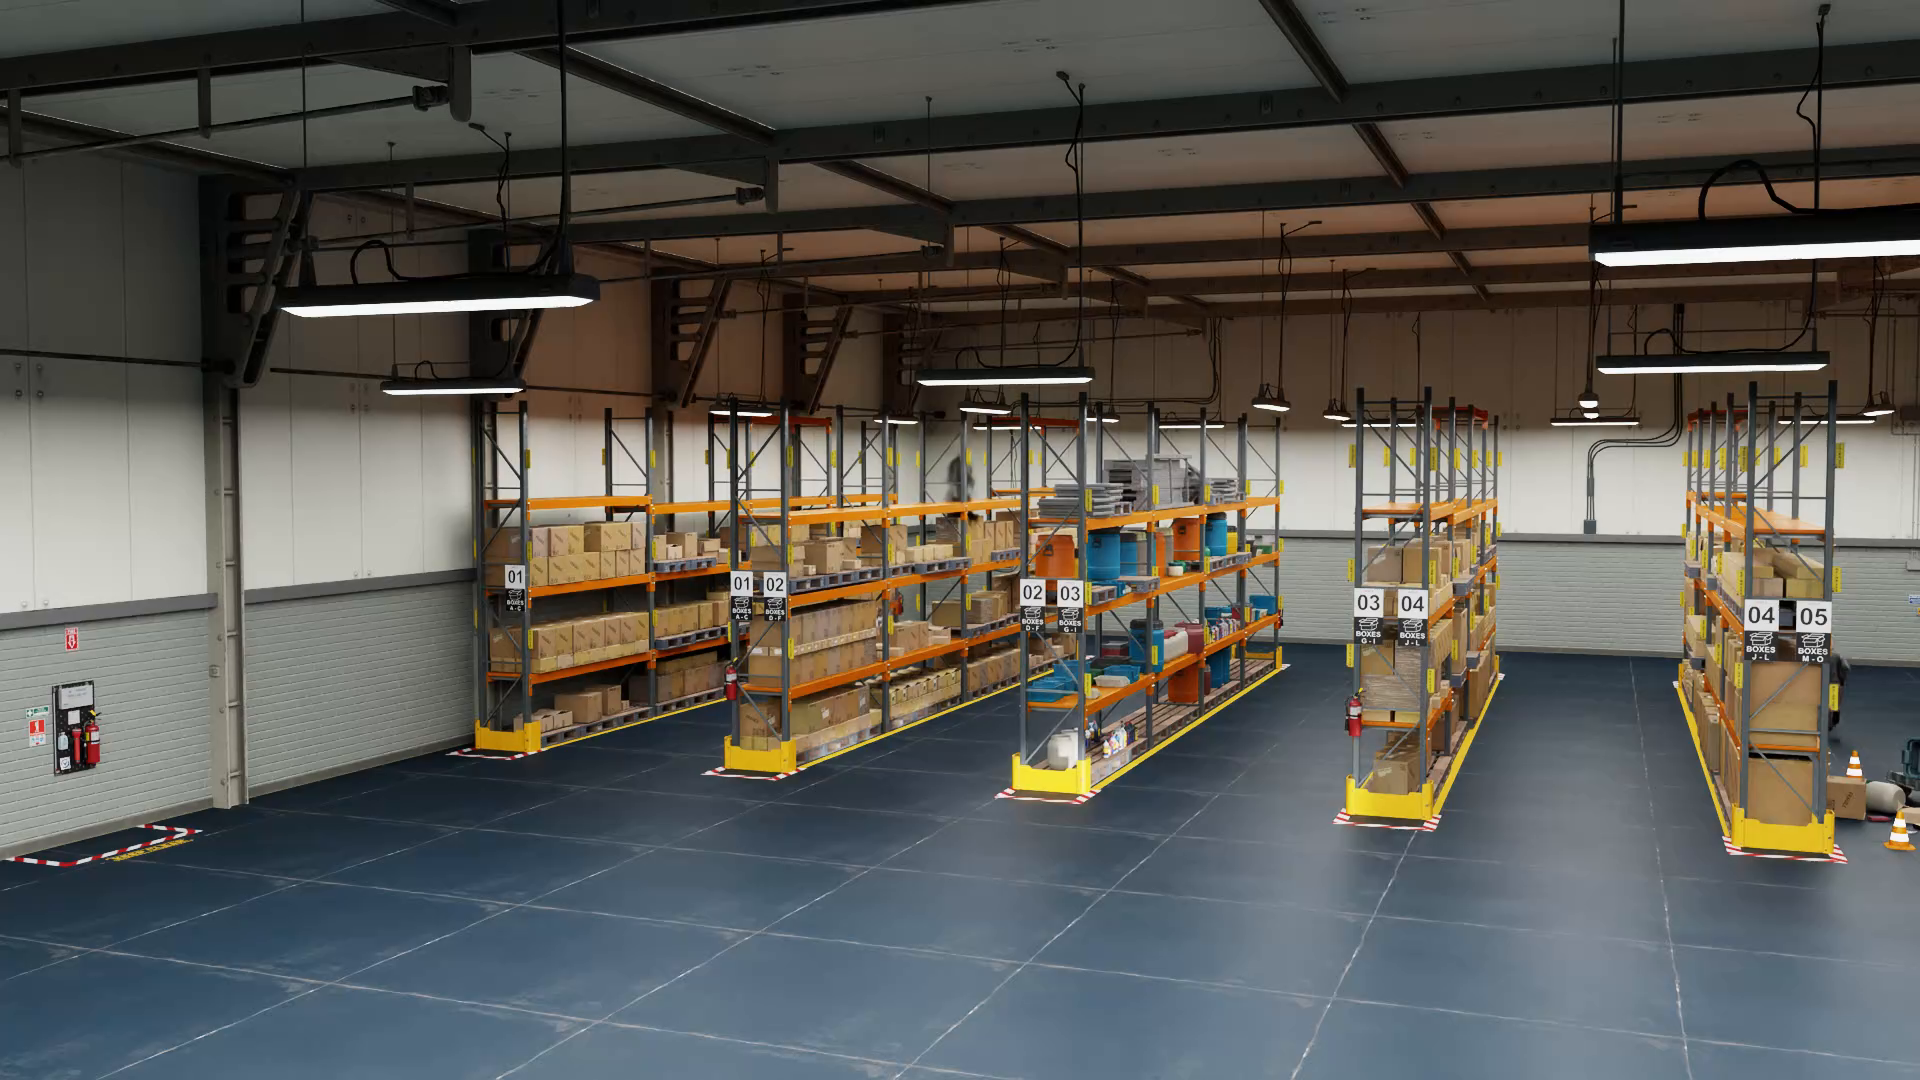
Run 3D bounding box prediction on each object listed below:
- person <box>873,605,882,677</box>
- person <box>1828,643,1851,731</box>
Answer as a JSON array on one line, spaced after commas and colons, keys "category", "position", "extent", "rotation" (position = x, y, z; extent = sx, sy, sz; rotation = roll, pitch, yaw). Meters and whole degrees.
[{"category": "person", "position": [-1.926, 2.323, 38.109], "extent": [0.604, 1.659, 0.538], "rotation": [1, 3, 20]}, {"category": "person", "position": [15.889, 2.748, 30.361], "extent": [0.668, 1.627, 0.844], "rotation": [1, 3, 18]}]
